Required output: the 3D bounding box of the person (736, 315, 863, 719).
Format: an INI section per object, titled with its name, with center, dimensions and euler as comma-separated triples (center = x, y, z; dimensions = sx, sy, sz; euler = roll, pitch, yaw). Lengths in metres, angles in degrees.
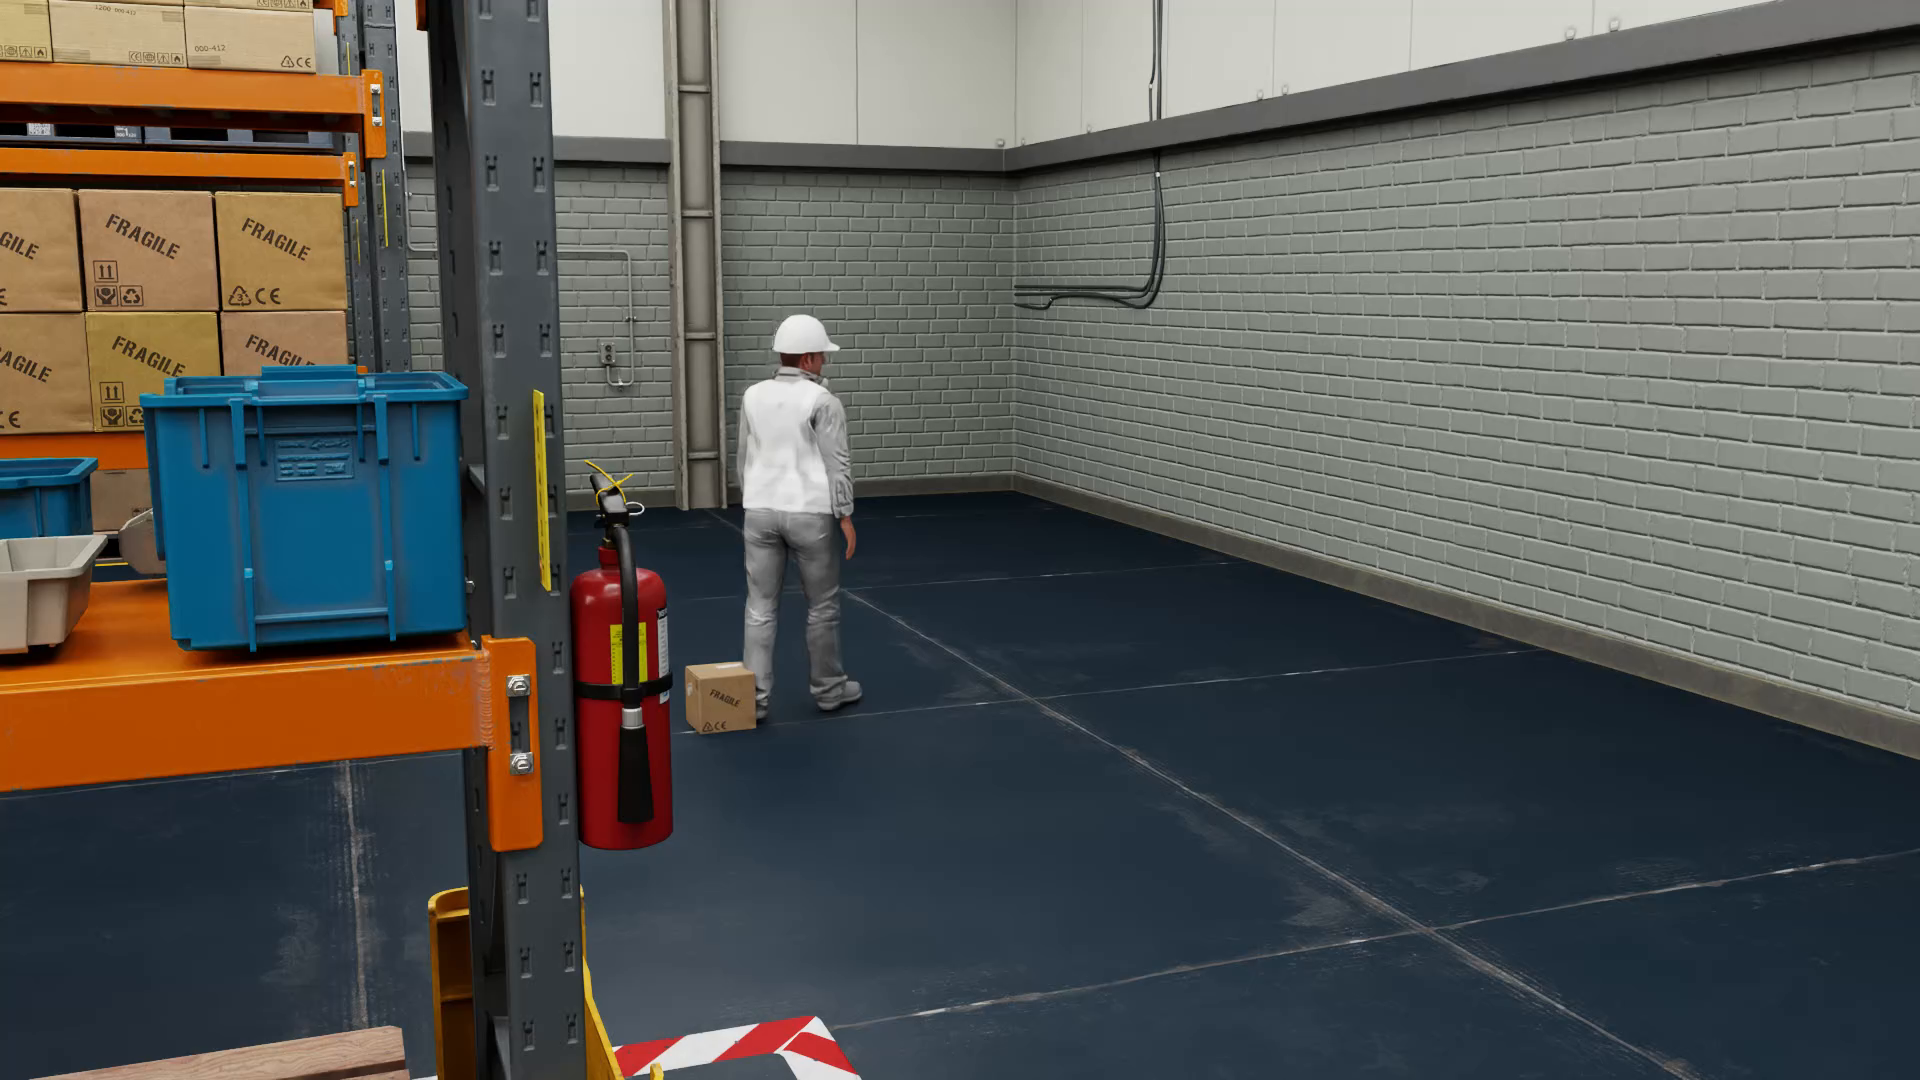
[person]
center = -0.721, -0.107, 7.398
dimensions = 0.578, 1.772, 0.617
euler = 3, 9, 17
